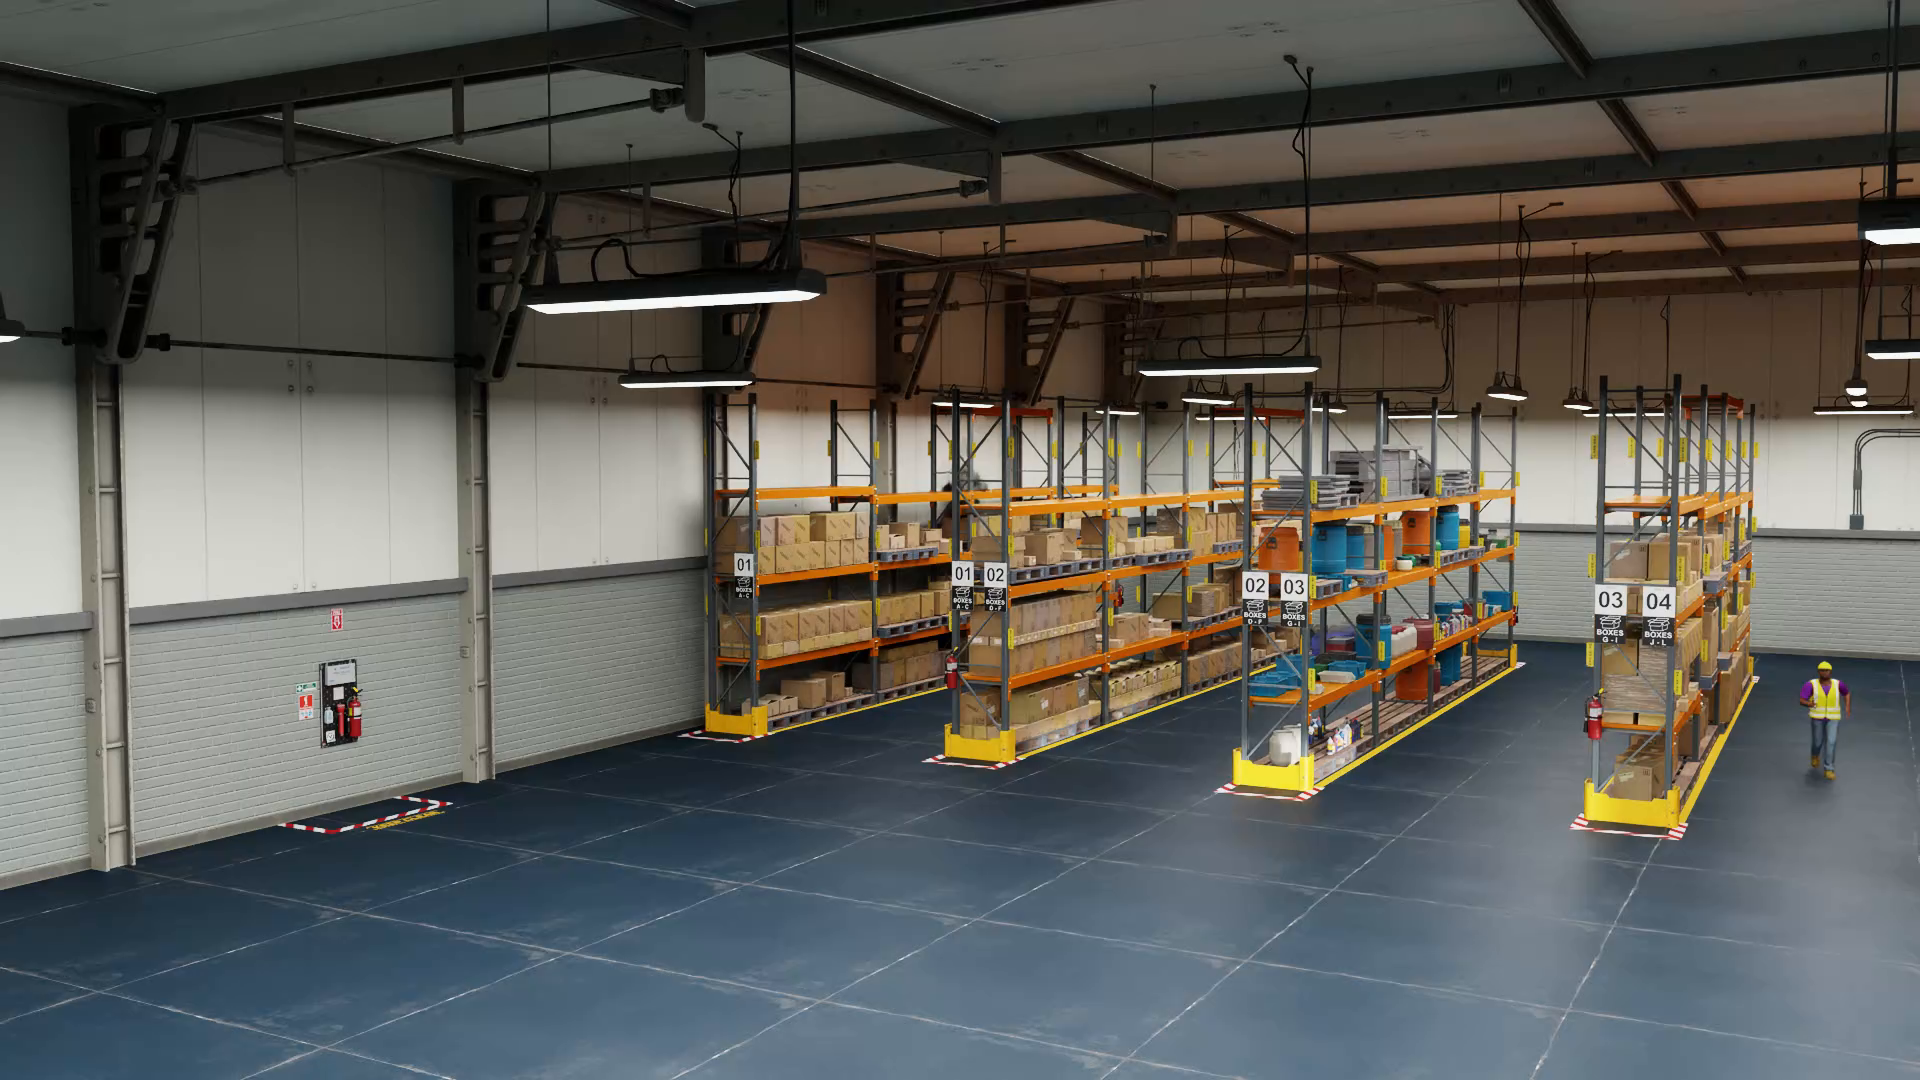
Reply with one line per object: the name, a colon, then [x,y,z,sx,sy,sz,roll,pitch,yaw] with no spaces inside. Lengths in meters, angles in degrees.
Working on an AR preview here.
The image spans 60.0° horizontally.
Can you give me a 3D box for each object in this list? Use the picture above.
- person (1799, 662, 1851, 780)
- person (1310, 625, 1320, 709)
person: [13.222,2.723,25.409,0.716,1.721,1.073,1,3,23]
person: [6.911,2.458,32.154,0.571,1.608,0.551,2,3,27]
